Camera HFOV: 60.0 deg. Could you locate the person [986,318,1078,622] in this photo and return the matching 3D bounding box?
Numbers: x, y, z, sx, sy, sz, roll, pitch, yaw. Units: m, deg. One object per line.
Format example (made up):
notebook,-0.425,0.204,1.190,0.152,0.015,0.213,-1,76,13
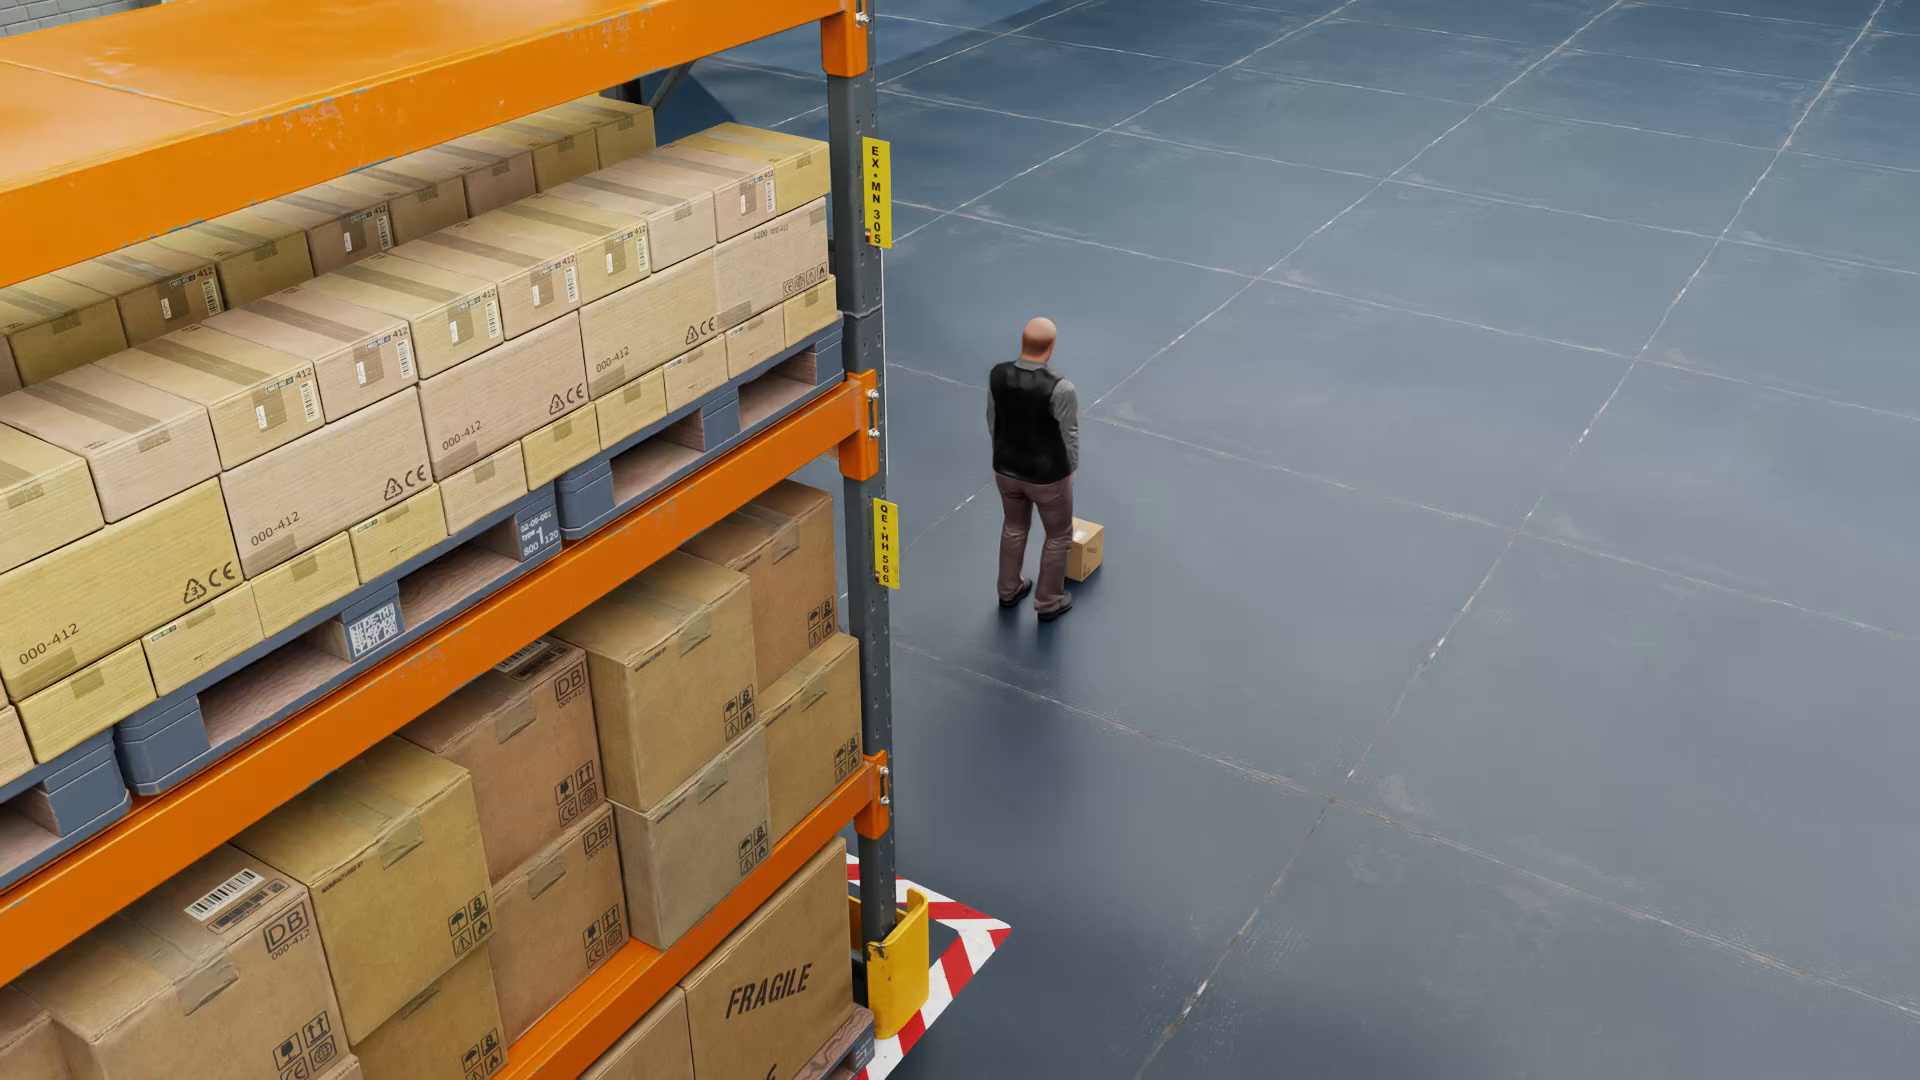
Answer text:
person,0.377,-0.370,8.880,0.546,1.698,0.378,18,35,28
